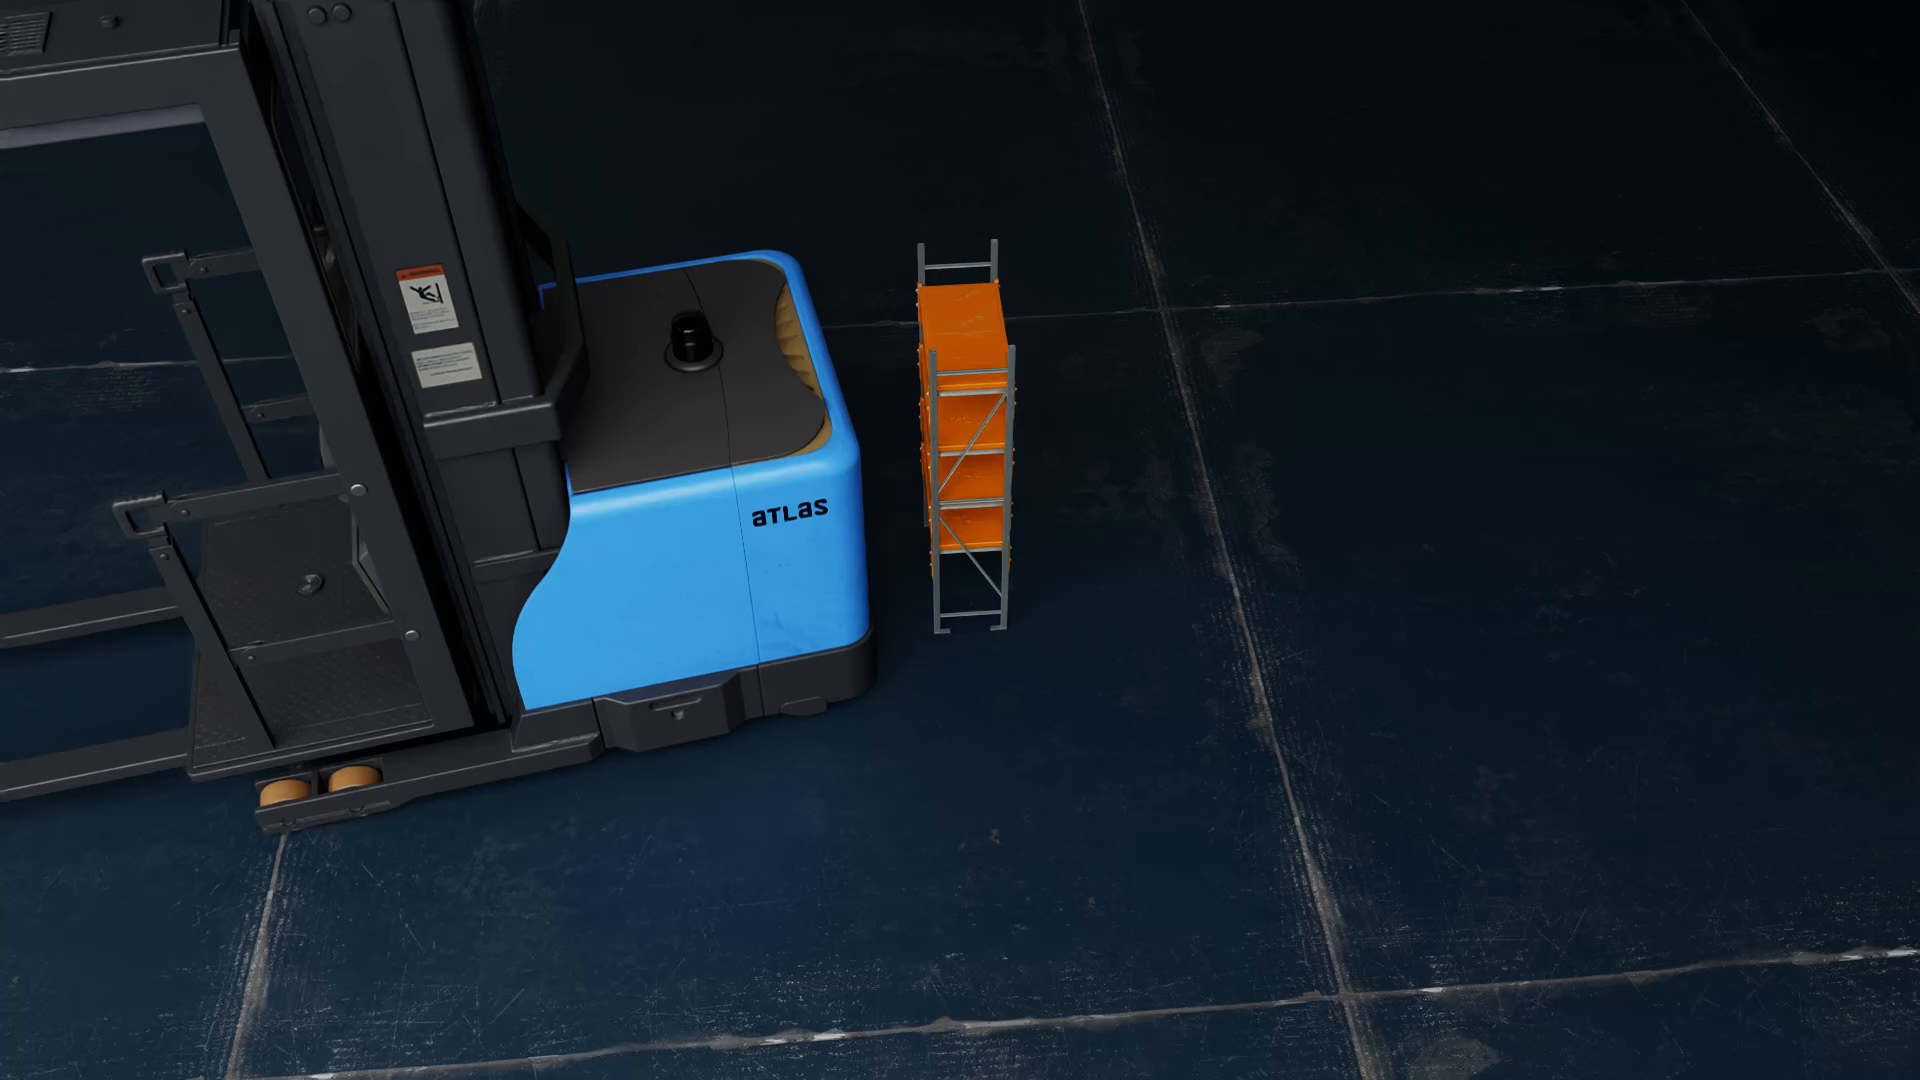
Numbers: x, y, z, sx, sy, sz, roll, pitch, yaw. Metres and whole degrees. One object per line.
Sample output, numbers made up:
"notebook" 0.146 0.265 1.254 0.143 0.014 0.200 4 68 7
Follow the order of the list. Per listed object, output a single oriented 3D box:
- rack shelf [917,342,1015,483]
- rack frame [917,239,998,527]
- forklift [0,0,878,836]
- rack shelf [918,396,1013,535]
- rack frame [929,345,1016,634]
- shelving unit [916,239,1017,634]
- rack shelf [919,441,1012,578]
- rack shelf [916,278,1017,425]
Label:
"rack shelf" 0.014 -0.400 5.087 0.258 0.148 0.480 -3 47 -3
"rack frame" -0.007 -0.469 5.368 0.240 1.200 0.015 -3 47 -3
"forklift" -1.836 -0.571 4.272 3.031 2.935 1.130 -11 48 -10
"rack shelf" 0.014 -0.247 5.250 0.258 0.148 0.480 -3 47 -3
"rack frame" 0.034 -0.116 5.034 0.240 1.200 0.015 -3 47 -3
"shelving unit" 0.014 -0.293 5.201 0.258 1.200 0.503 -3 47 -3
"rack shelf" 0.014 -0.110 5.394 0.258 0.148 0.480 -3 47 -3
"rack shelf" 0.014 -0.563 4.916 0.258 0.148 0.480 -3 47 -3
